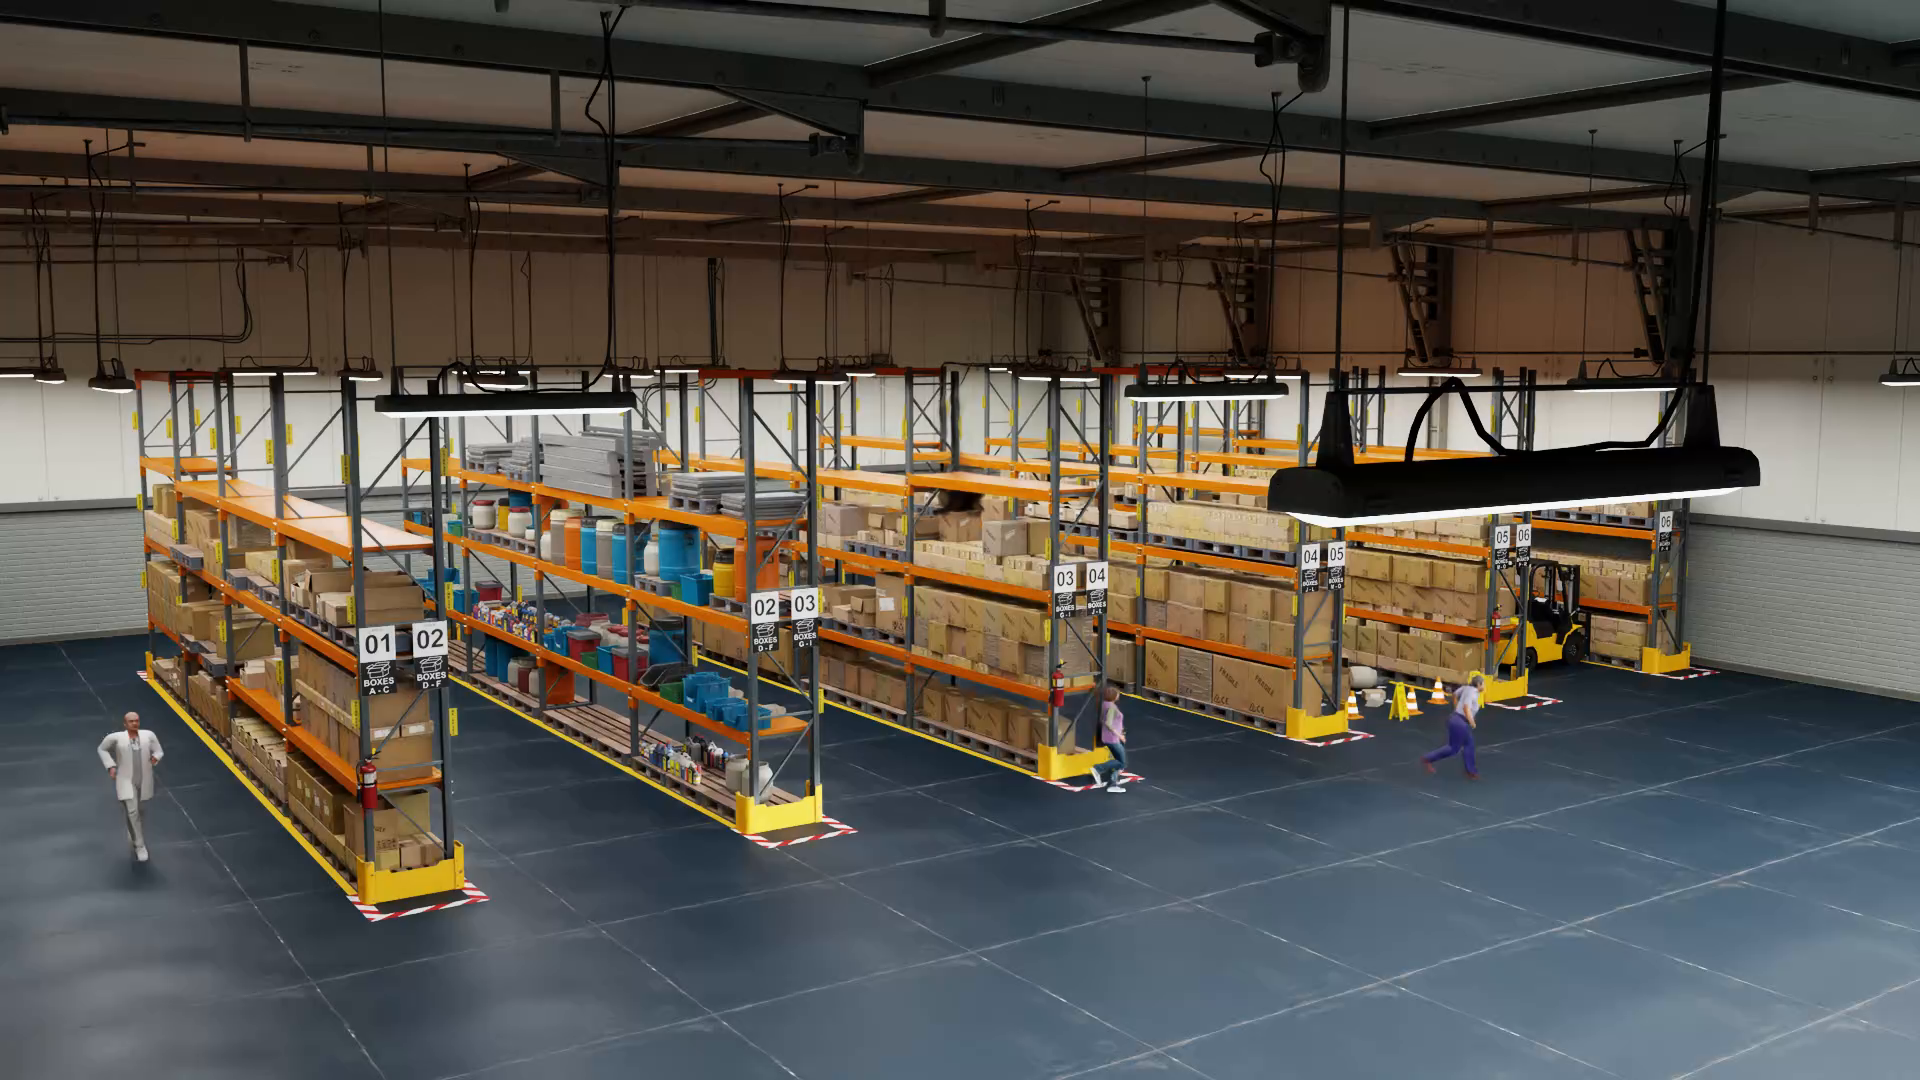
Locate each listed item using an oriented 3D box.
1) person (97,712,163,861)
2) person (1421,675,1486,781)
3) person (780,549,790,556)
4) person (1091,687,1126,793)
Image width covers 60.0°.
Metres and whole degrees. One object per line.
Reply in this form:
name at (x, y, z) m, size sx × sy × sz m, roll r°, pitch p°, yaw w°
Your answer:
person at (-10.451, 3.063, 21.048) m, size 0.705 × 1.802 × 1.046 m, roll -6°, pitch 9°, yaw -42°
person at (7.316, 2.794, 24.681) m, size 0.951 × 1.611 × 0.629 m, roll 0°, pitch 6°, yaw -1°
person at (-4.266, 1.008, 40.050) m, size 0.643 × 1.618 × 0.509 m, roll 0°, pitch 6°, yaw -2°
person at (2.128, 2.873, 23.902) m, size 0.553 × 1.556 × 0.538 m, roll -1°, pitch 7°, yaw -9°
